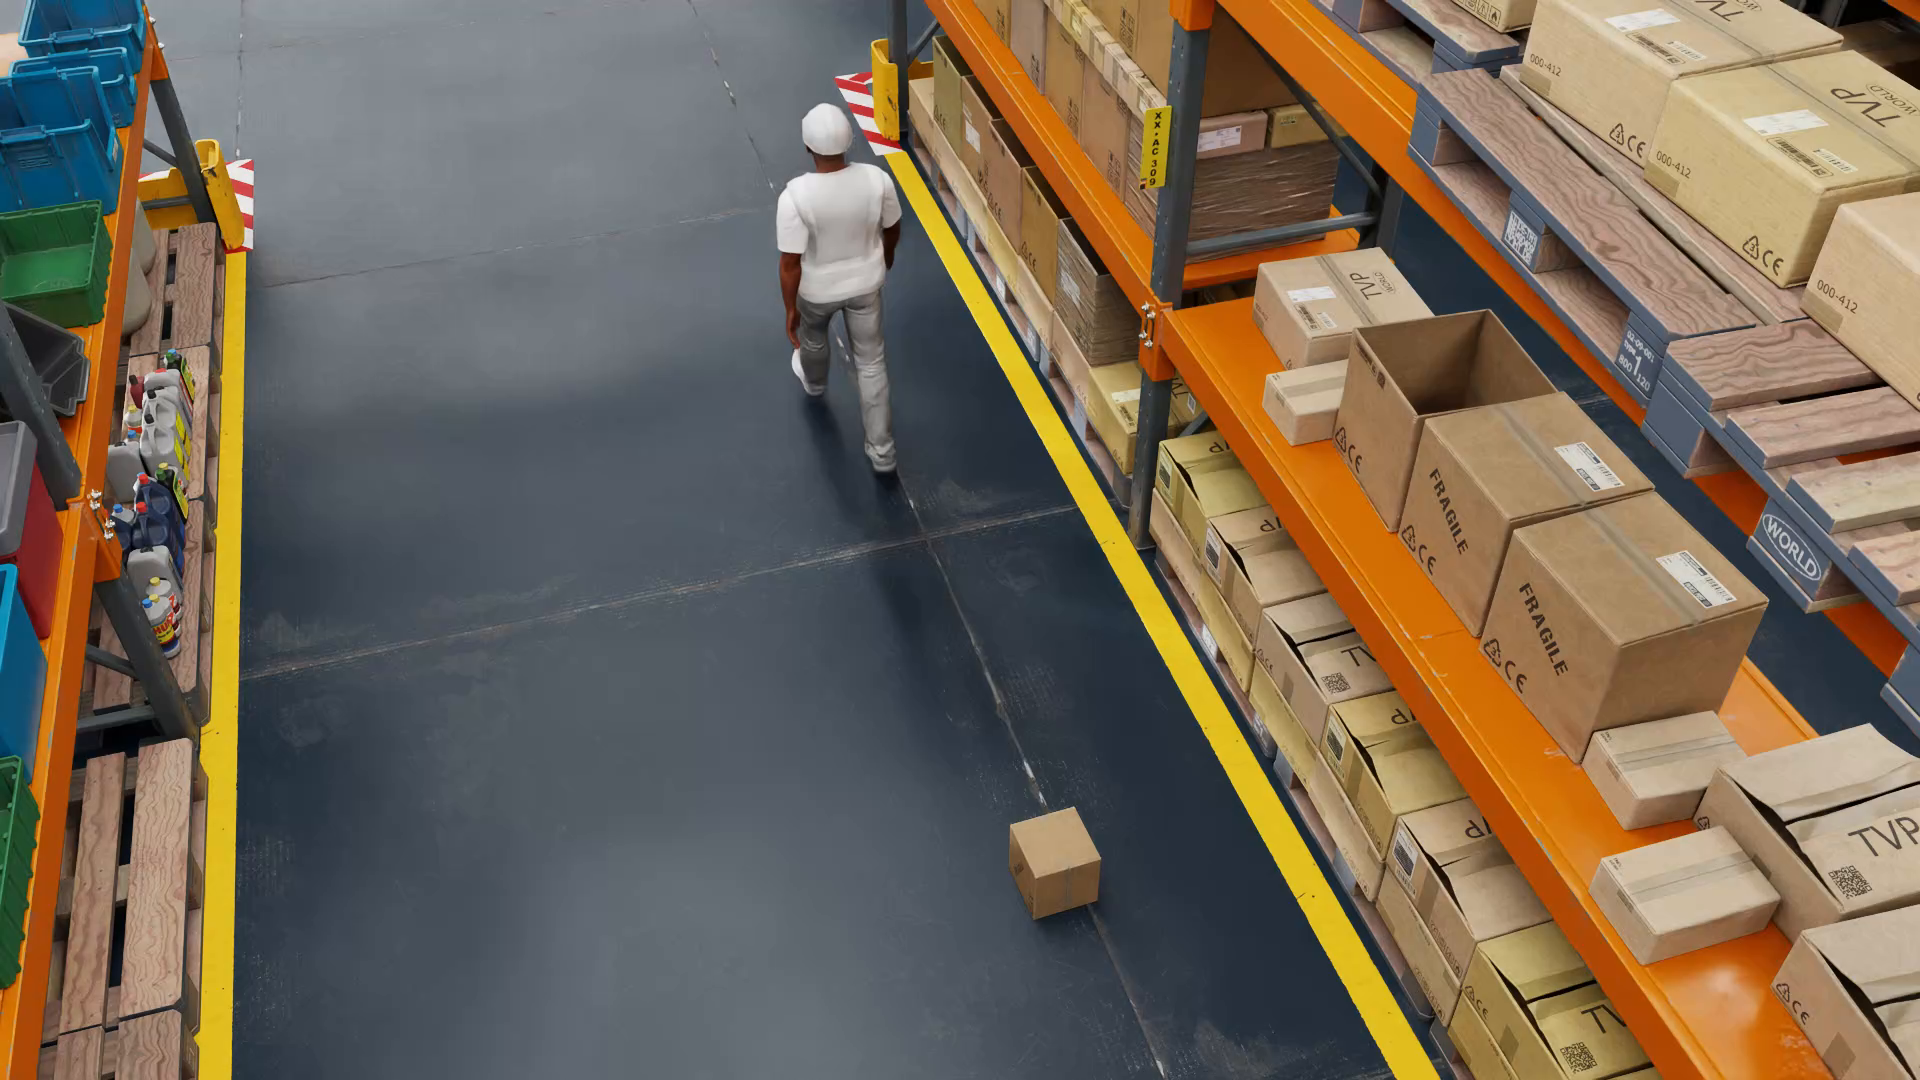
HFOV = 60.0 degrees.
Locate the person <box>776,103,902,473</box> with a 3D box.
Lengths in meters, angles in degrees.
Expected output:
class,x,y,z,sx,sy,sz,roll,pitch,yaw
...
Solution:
class,x,y,z,sx,sy,sz,roll,pitch,yaw
person,-0.548,-1.214,7.500,0.586,1.722,1.048,-10,43,-11
